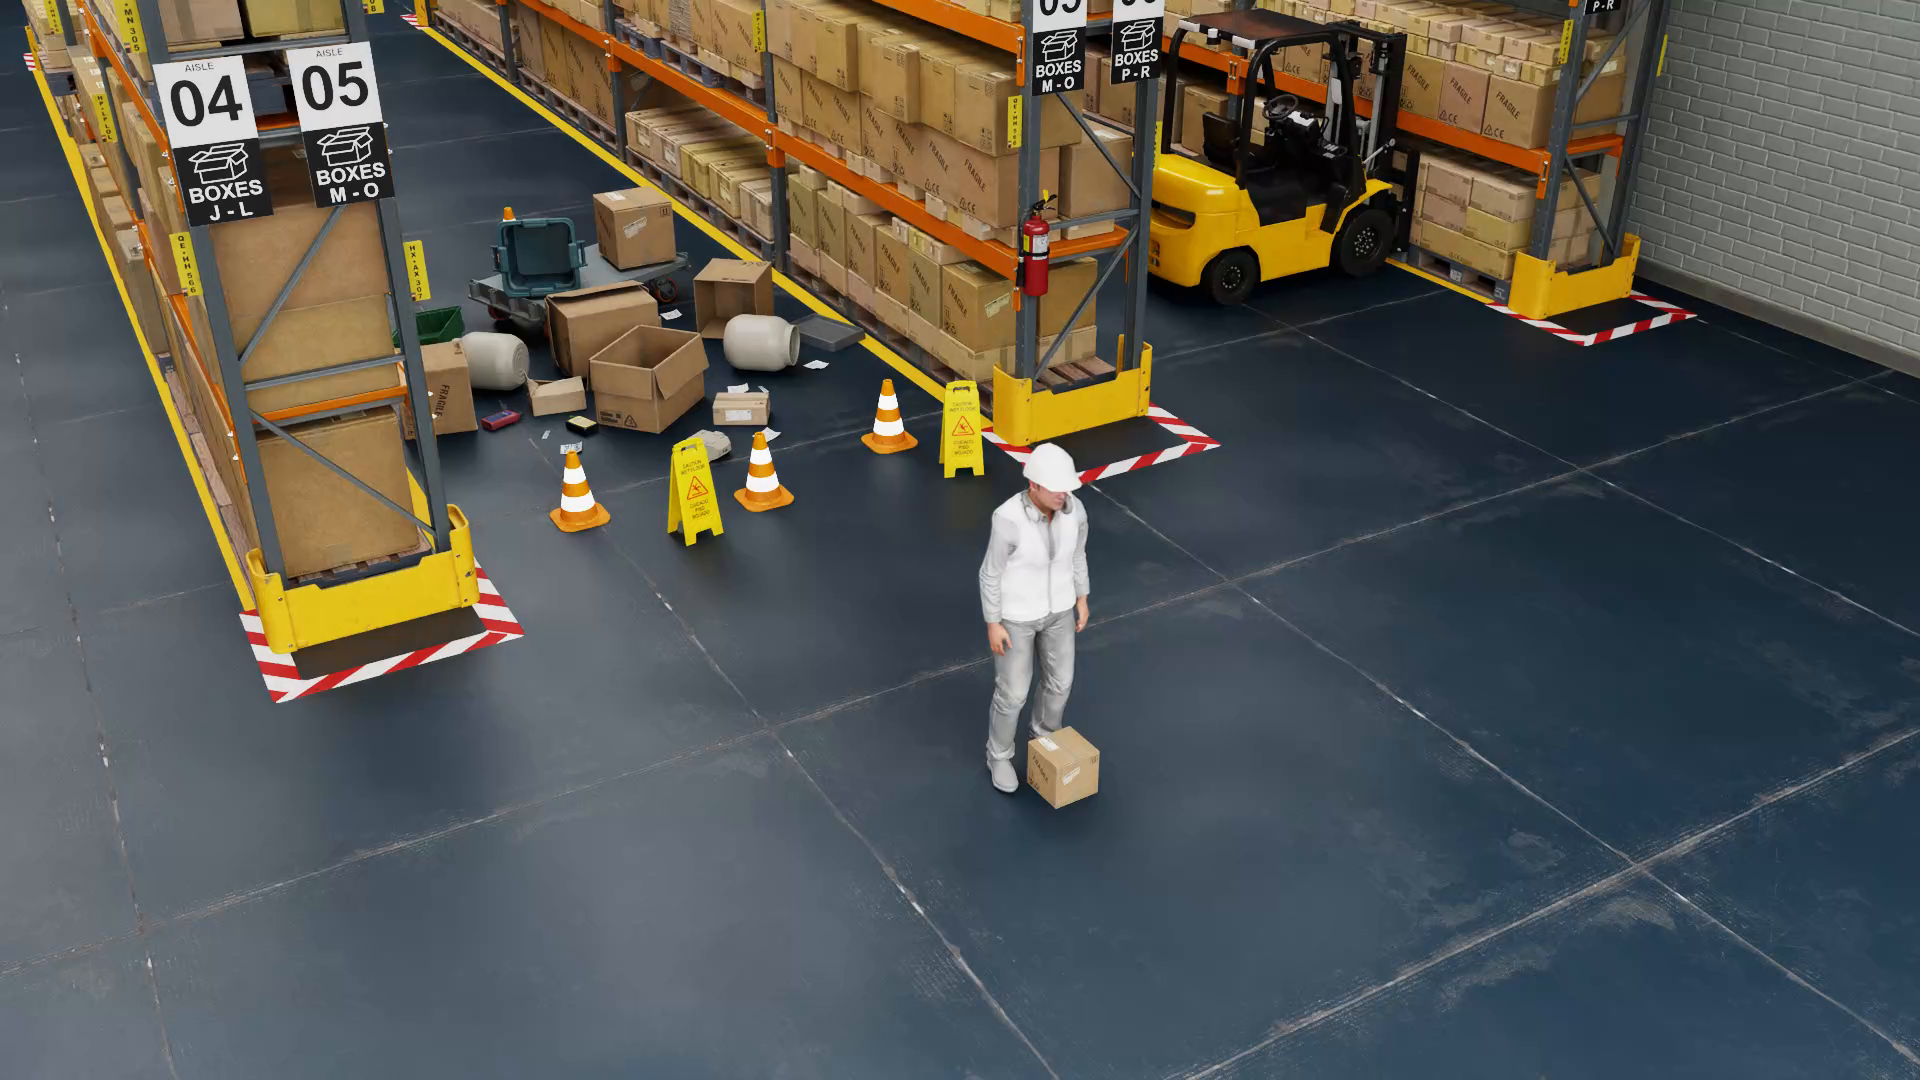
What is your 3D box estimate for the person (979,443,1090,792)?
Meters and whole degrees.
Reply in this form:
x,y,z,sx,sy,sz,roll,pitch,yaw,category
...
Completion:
x,y,z,sx,sy,sz,roll,pitch,yaw,category
0.363,0.337,7.926,0.580,1.769,0.461,-16,33,-26,person
